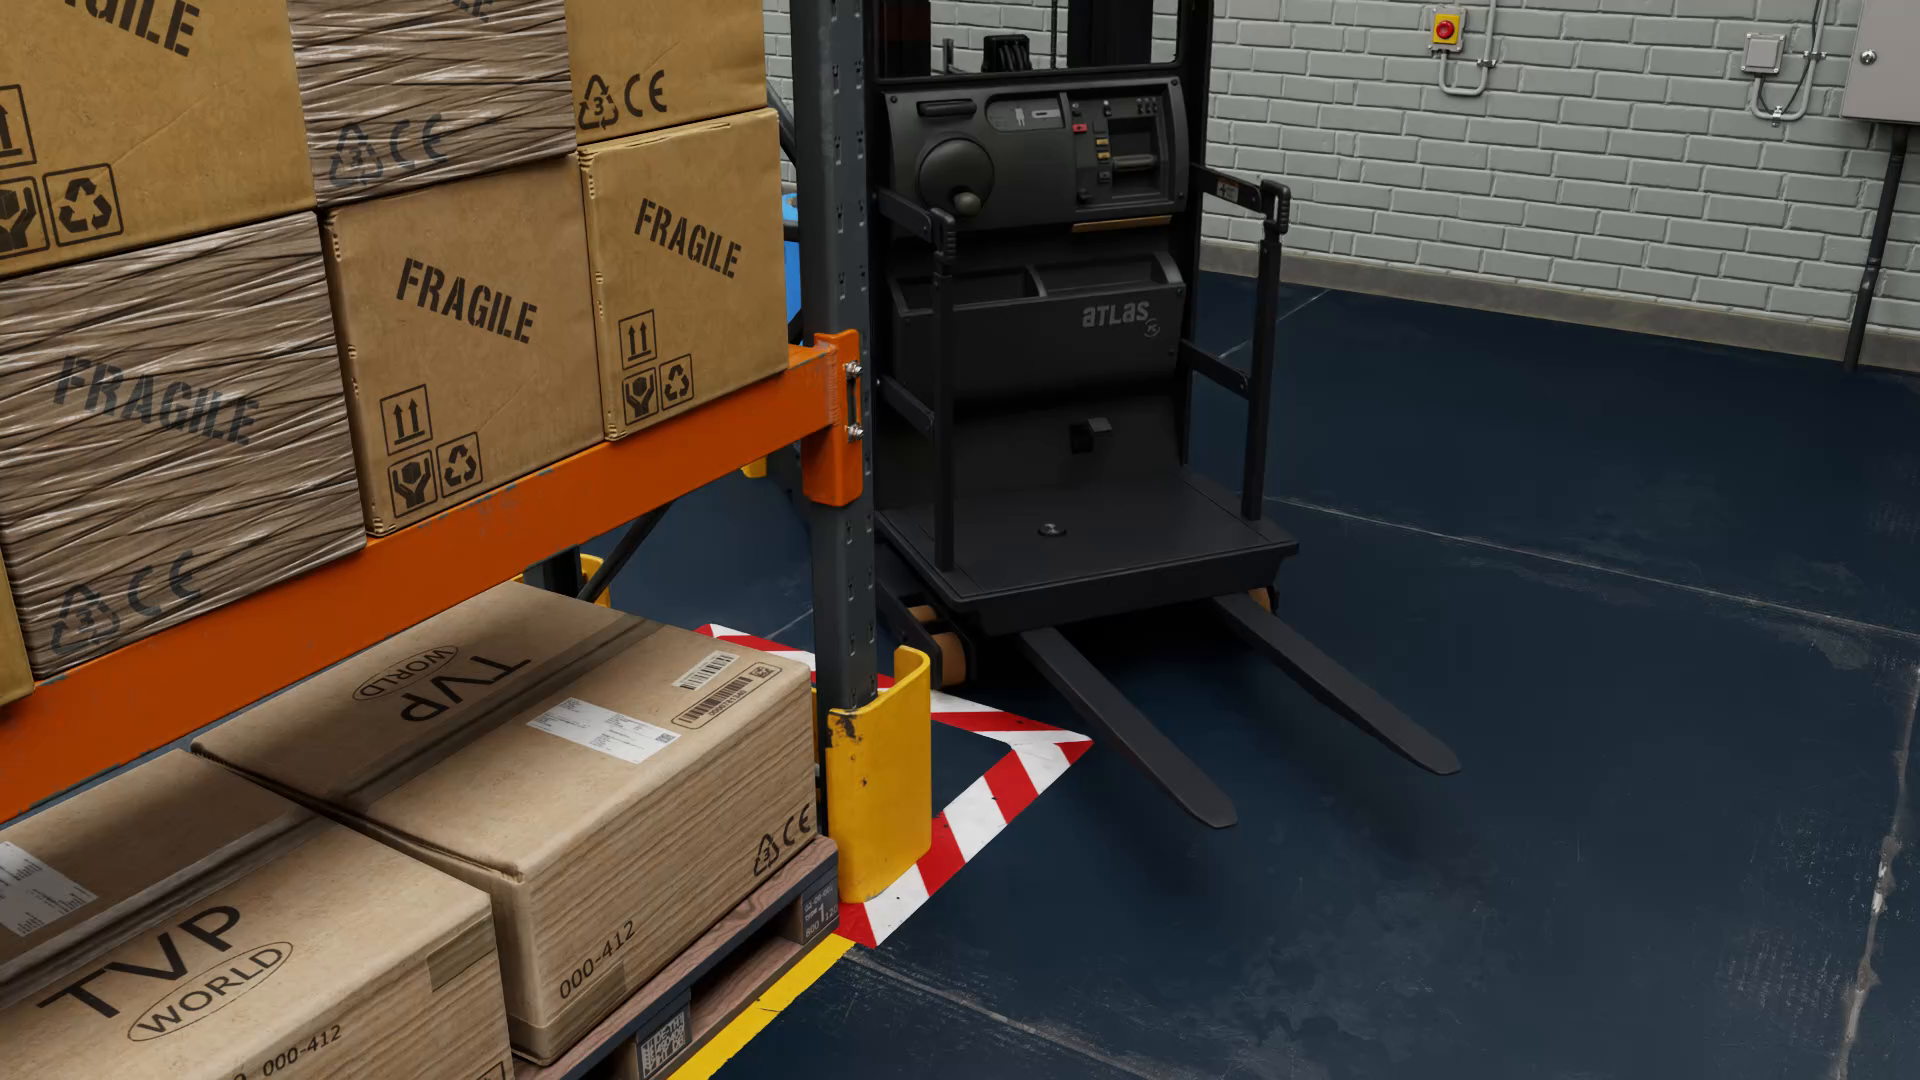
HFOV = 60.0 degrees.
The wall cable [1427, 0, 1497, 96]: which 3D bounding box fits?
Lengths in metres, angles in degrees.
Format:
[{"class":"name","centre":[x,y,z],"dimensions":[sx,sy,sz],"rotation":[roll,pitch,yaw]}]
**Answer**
[{"class":"wall cable","centre":[2.311,-3.092,7.798],"dimensions":[0.585,1.953,0.123],"rotation":[14,27,29]}]

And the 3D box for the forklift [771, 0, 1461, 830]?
[{"class":"forklift","centre":[0.315,-1.106,4.615],"dimensions":[1.130,2.935,3.031],"rotation":[-9,25,-20]}]

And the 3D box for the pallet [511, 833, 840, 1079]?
[{"class":"pallet","centre":[-0.999,0.863,3.491],"dimensions":[1.003,0.211,1.213],"rotation":[14,27,29]}]

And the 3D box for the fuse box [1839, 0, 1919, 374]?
[{"class":"fuse box","centre":[4.019,-1.531,7.132],"dimensions":[0.539,1.711,0.414],"rotation":[14,27,29]}]

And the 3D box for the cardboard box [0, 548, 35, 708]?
[{"class":"cardboard box","centre":[-1.475,-0.012,1.876],"dimensions":[0.500,0.500,0.500],"rotation":[15,27,30]}]

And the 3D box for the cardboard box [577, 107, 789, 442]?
[{"class":"cardboard box","centre":[-0.673,-0.531,3.075],"dimensions":[0.500,0.500,0.500],"rotation":[14,27,29]}]

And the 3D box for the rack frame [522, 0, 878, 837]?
[{"class":"rack frame","centre":[-0.644,-0.703,3.599],"dimensions":[1.000,3.000,0.127],"rotation":[14,27,29]}]

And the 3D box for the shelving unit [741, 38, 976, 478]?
[{"class":"shelving unit","centre":[-0.419,-1.113,6.432],"dimensions":[1.083,1.500,0.587],"rotation":[-10,25,-21]}]

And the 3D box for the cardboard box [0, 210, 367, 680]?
[{"class":"cardboard box","centre":[-1.214,-0.189,2.285],"dimensions":[0.500,0.500,0.500],"rotation":[15,27,30]}]

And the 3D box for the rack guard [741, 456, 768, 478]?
[{"class":"rack guard","centre":[-0.877,-0.462,6.501],"dimensions":[0.087,0.250,0.587],"rotation":[-10,25,-21]}]

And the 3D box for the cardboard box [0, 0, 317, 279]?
[{"class":"cardboard box","centre":[-1.210,-0.647,2.083],"dimensions":[0.500,0.500,0.500],"rotation":[14,27,29]}]

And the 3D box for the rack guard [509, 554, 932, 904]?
[{"class":"rack guard","centre":[-0.631,0.436,4.114],"dimensions":[1.175,0.500,0.348],"rotation":[14,27,29]}]

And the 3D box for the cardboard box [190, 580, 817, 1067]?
[{"class":"cardboard box","centre":[-0.907,0.524,3.461],"dimensions":[0.875,0.438,0.875],"rotation":[13,27,27]}]

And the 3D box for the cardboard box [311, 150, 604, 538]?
[{"class":"cardboard box","centre":[-0.951,-0.365,2.691],"dimensions":[0.500,0.500,0.500],"rotation":[13,27,28]}]

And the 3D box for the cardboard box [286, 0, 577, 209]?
[{"class":"cardboard box","centre":[-0.946,-0.813,2.467],"dimensions":[0.500,0.500,0.500],"rotation":[14,27,29]}]

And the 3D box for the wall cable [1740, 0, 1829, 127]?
[{"class":"wall cable","centre":[3.522,-2.784,7.127],"dimensions":[0.588,1.984,0.122],"rotation":[14,27,29]}]

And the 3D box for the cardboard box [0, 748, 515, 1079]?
[{"class":"cardboard box","centre":[-1.383,0.834,2.744],"dimensions":[0.875,0.438,0.875],"rotation":[15,27,30]}]

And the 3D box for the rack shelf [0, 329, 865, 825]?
[{"class":"rack shelf","centre":[-1.699,0.302,2.182],"dimensions":[1.077,0.370,4.000],"rotation":[14,27,29]}]

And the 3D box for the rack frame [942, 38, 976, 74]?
[{"class":"rack frame","centre":[0.040,-1.191,6.611],"dimensions":[0.032,1.500,0.500],"rotation":[-10,25,-21]}]

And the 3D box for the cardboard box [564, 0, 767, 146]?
[{"class":"cardboard box","centre":[-0.696,-0.995,2.889],"dimensions":[0.500,0.500,0.500],"rotation":[15,28,31]}]
